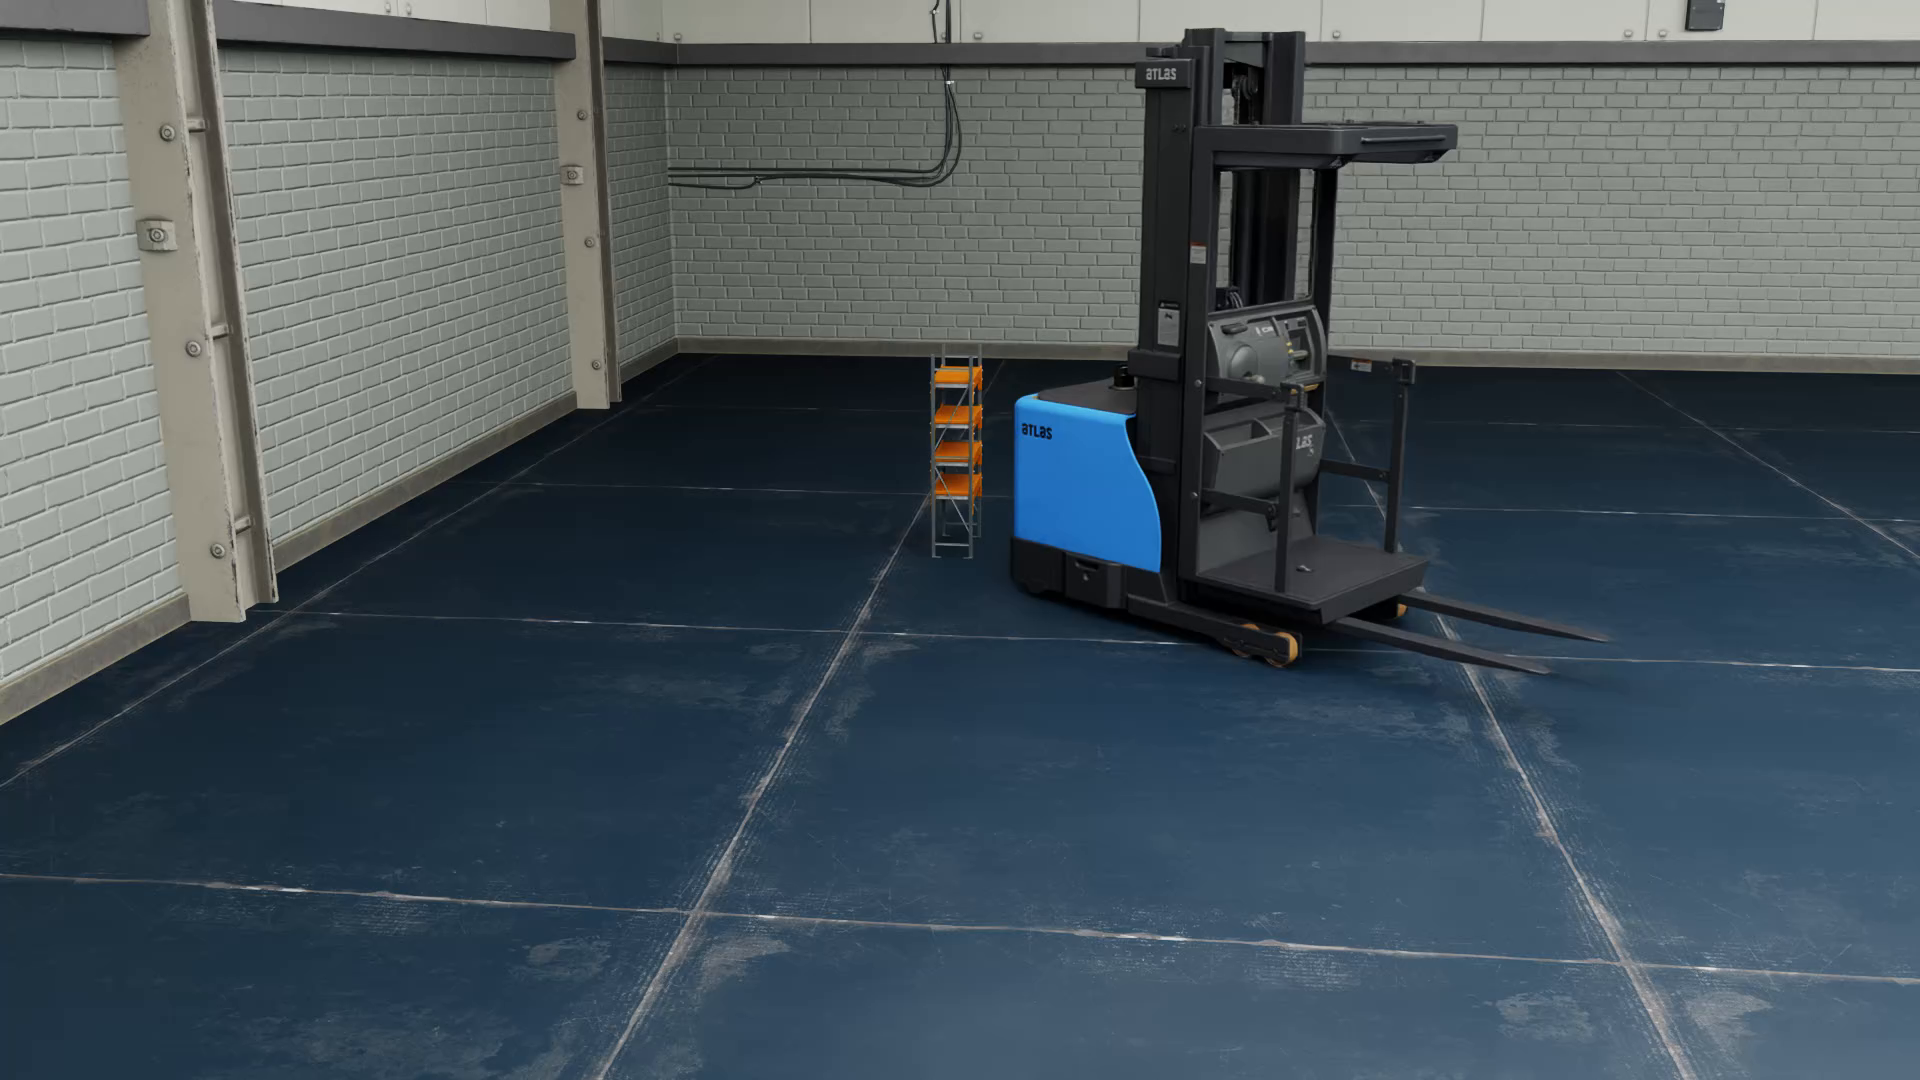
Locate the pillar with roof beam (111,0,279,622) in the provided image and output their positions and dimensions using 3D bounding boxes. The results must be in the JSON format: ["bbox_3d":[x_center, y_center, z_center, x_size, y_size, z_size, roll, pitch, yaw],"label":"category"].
[{"bbox_3d":[0.432,-3.848,7.151,9.100,9.000,0.400,2,15,6],"label":"pillar with roof beam"}]

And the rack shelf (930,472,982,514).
[{"bbox_3d":[-0.019,-0.280,9.916,0.258,0.148,0.480,2,15,6],"label":"rack shelf"}]

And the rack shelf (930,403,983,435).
[{"bbox_3d":[-0.019,-0.687,9.806,0.258,0.148,0.480,2,15,6],"label":"rack shelf"}]

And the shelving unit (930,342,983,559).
[{"bbox_3d":[-0.019,-0.536,9.847,0.258,1.200,0.503,2,15,6],"label":"shelving unit"}]

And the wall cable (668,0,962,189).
[{"bbox_3d":[-1.522,-4.757,16.462,3.097,2.526,0.112,2,15,6],"label":"wall cable"}]

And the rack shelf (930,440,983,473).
[{"bbox_3d":[-0.019,-0.471,9.864,0.258,0.148,0.480,2,15,6],"label":"rack shelf"}]

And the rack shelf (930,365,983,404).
[{"bbox_3d":[-0.019,-0.916,9.744,0.258,0.148,0.480,2,15,6],"label":"rack shelf"}]

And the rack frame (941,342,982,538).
[{"bbox_3d":[0.009,-0.600,10.081,0.240,1.200,0.015,2,15,6],"label":"rack frame"}]

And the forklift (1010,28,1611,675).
[{"bbox_3d":[1.679,-0.962,8.105,3.031,2.935,1.130,14,21,43],"label":"forklift"}]

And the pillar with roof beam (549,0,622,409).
[{"bbox_3d":[1.109,-5.404,12.906,9.100,9.000,0.400,2,15,6],"label":"pillar with roof beam"}]

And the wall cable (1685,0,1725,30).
[{"bbox_3d":[7.909,-7.614,14.564,2.305,6.003,0.169,2,15,6],"label":"wall cable"}]

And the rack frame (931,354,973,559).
[{"bbox_3d":[-0.046,-0.473,9.613,0.240,1.200,0.015,2,15,6],"label":"rack frame"}]
